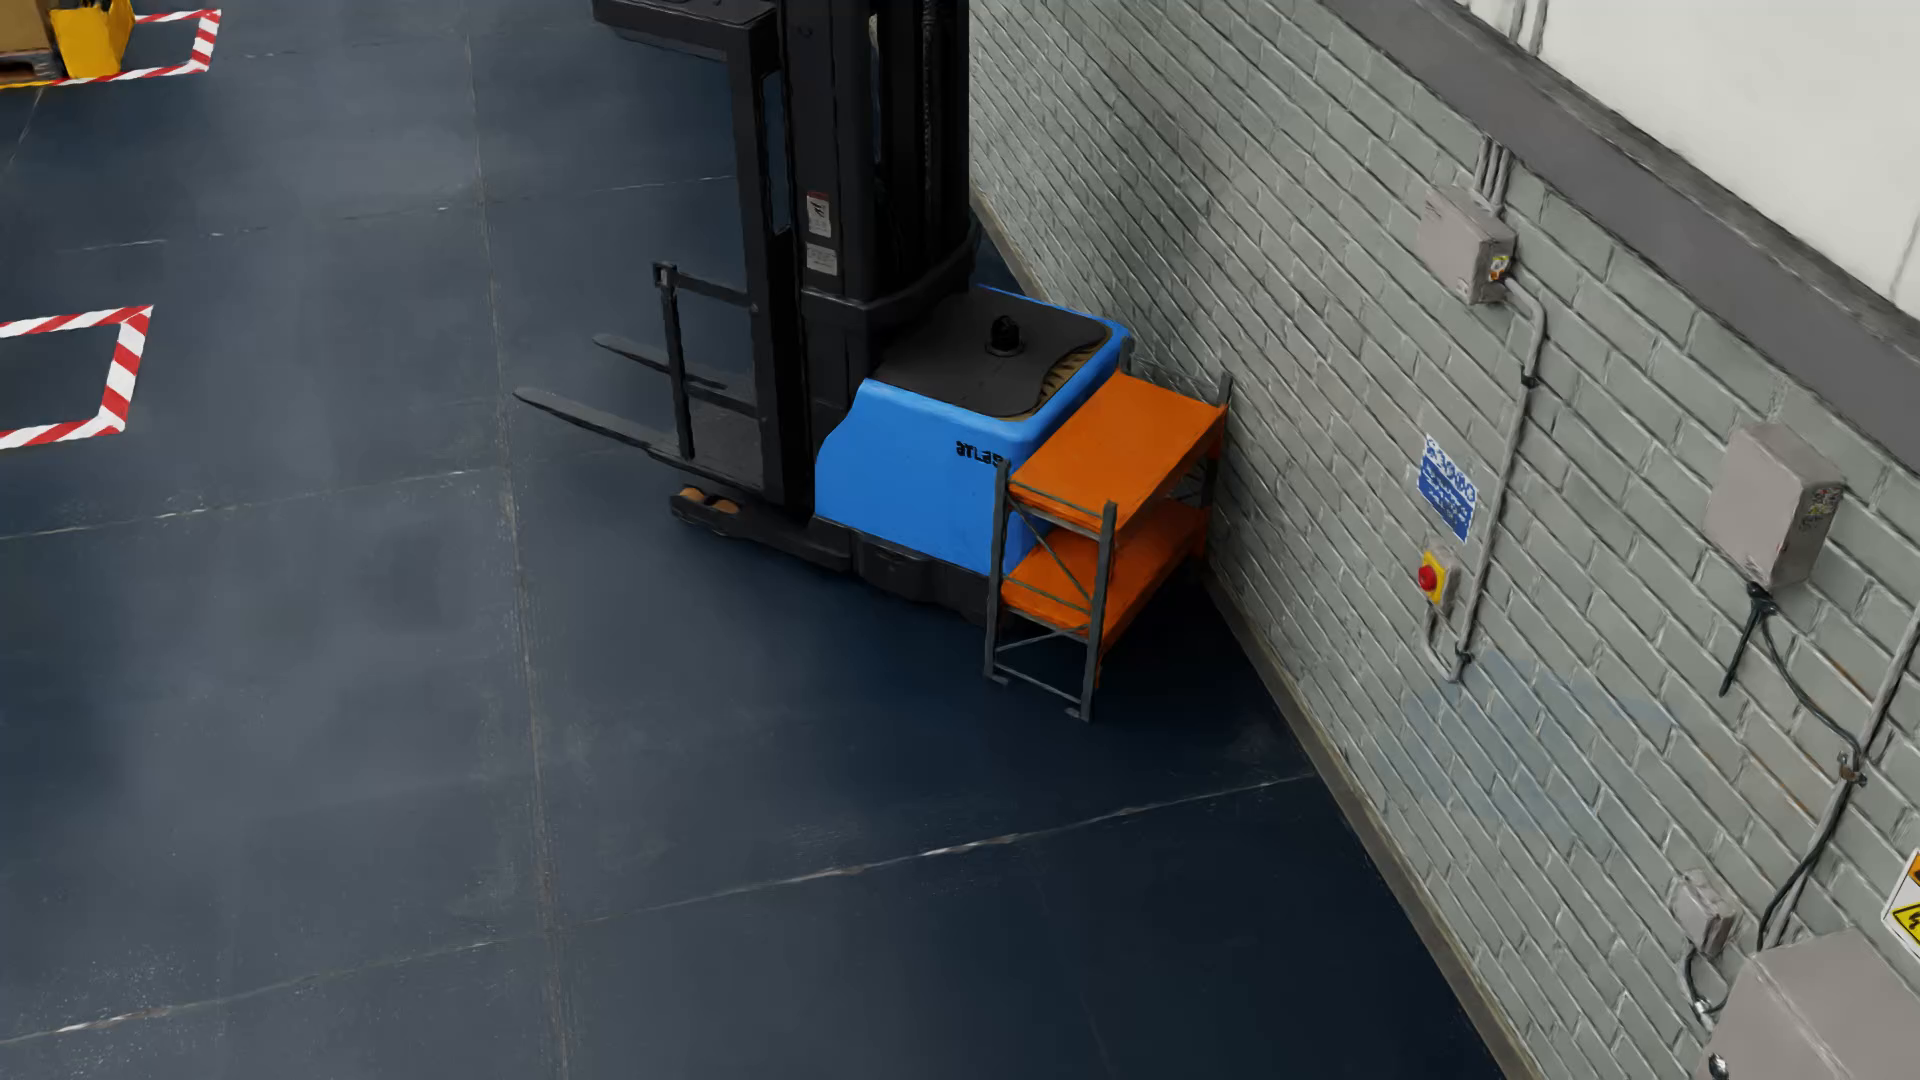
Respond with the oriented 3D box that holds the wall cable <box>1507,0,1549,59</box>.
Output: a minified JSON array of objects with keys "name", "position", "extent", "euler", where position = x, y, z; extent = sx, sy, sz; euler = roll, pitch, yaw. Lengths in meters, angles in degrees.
[{"name":"wall cable","position":[1.475,-2.559,3.689],"extent":[0.029,3.000,0.463],"euler":[-9,38,-12]}]

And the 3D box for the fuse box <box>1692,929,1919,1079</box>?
[{"name":"fuse box","position":[1.901,1.750,4.054],"extent":[0.414,1.711,0.539],"euler":[-9,38,-12]}]

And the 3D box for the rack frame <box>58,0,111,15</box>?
[{"name":"rack frame","position":[-6.527,-4.923,11.717],"extent":[0.127,3.000,1.000],"euler":[-9,38,-12]}]

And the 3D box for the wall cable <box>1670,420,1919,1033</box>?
[{"name":"wall cable","position":[1.875,0.410,3.909],"extent":[0.122,1.984,0.588],"euler":[-9,38,-12]}]

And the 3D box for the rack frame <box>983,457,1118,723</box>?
[{"name":"rack frame","position":[0.338,0.216,6.520],"extent":[0.500,1.125,0.032],"euler":[23,44,23]}]

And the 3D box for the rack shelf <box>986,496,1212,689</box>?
[{"name":"rack shelf","position":[0.596,0.134,7.014],"extent":[0.538,0.278,1.000],"euler":[23,44,23]}]

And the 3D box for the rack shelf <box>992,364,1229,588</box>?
[{"name":"rack shelf","position":[0.615,-0.278,6.671],"extent":[0.538,0.278,1.000],"euler":[23,44,23]}]

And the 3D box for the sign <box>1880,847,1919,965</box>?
[{"name":"sign","position":[2.087,0.845,3.497],"extent":[0.001,0.242,0.339],"euler":[-9,38,-12]}]

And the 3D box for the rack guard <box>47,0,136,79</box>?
[{"name":"rack guard","position":[-6.504,-3.934,12.481],"extent":[0.348,0.500,1.175],"euler":[-9,38,-12]}]

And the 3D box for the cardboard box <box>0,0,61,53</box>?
[{"name":"cardboard box","position":[-7.124,-4.097,12.041],"extent":[0.875,0.875,0.875],"euler":[-9,38,-12]}]

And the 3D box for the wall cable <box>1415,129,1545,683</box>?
[{"name":"wall cable","position":[1.494,-0.433,4.985],"extent":[0.123,1.953,0.585],"euler":[-9,38,-12]}]

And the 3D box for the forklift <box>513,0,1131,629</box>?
[{"name":"forklift","position":[-0.775,-1.439,7.219],"extent":[3.031,2.935,1.130],"euler":[20,42,24]}]

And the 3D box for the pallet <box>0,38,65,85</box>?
[{"name":"pallet","position":[-7.278,-3.643,12.338],"extent":[1.213,0.211,1.003],"euler":[-9,38,-12]}]

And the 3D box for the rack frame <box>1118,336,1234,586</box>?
[{"name":"rack frame","position":[0.872,-0.323,7.196],"extent":[0.500,1.125,0.032],"euler":[23,44,23]}]

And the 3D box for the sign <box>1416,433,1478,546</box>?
[{"name":"sign","position":[1.541,-0.162,5.271],"extent":[0.001,0.218,0.327],"euler":[-9,38,-12]}]

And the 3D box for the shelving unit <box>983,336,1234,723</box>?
[{"name":"shelving unit","position":[0.605,-0.053,6.858],"extent":[0.538,1.125,1.048],"euler":[23,44,23]}]
